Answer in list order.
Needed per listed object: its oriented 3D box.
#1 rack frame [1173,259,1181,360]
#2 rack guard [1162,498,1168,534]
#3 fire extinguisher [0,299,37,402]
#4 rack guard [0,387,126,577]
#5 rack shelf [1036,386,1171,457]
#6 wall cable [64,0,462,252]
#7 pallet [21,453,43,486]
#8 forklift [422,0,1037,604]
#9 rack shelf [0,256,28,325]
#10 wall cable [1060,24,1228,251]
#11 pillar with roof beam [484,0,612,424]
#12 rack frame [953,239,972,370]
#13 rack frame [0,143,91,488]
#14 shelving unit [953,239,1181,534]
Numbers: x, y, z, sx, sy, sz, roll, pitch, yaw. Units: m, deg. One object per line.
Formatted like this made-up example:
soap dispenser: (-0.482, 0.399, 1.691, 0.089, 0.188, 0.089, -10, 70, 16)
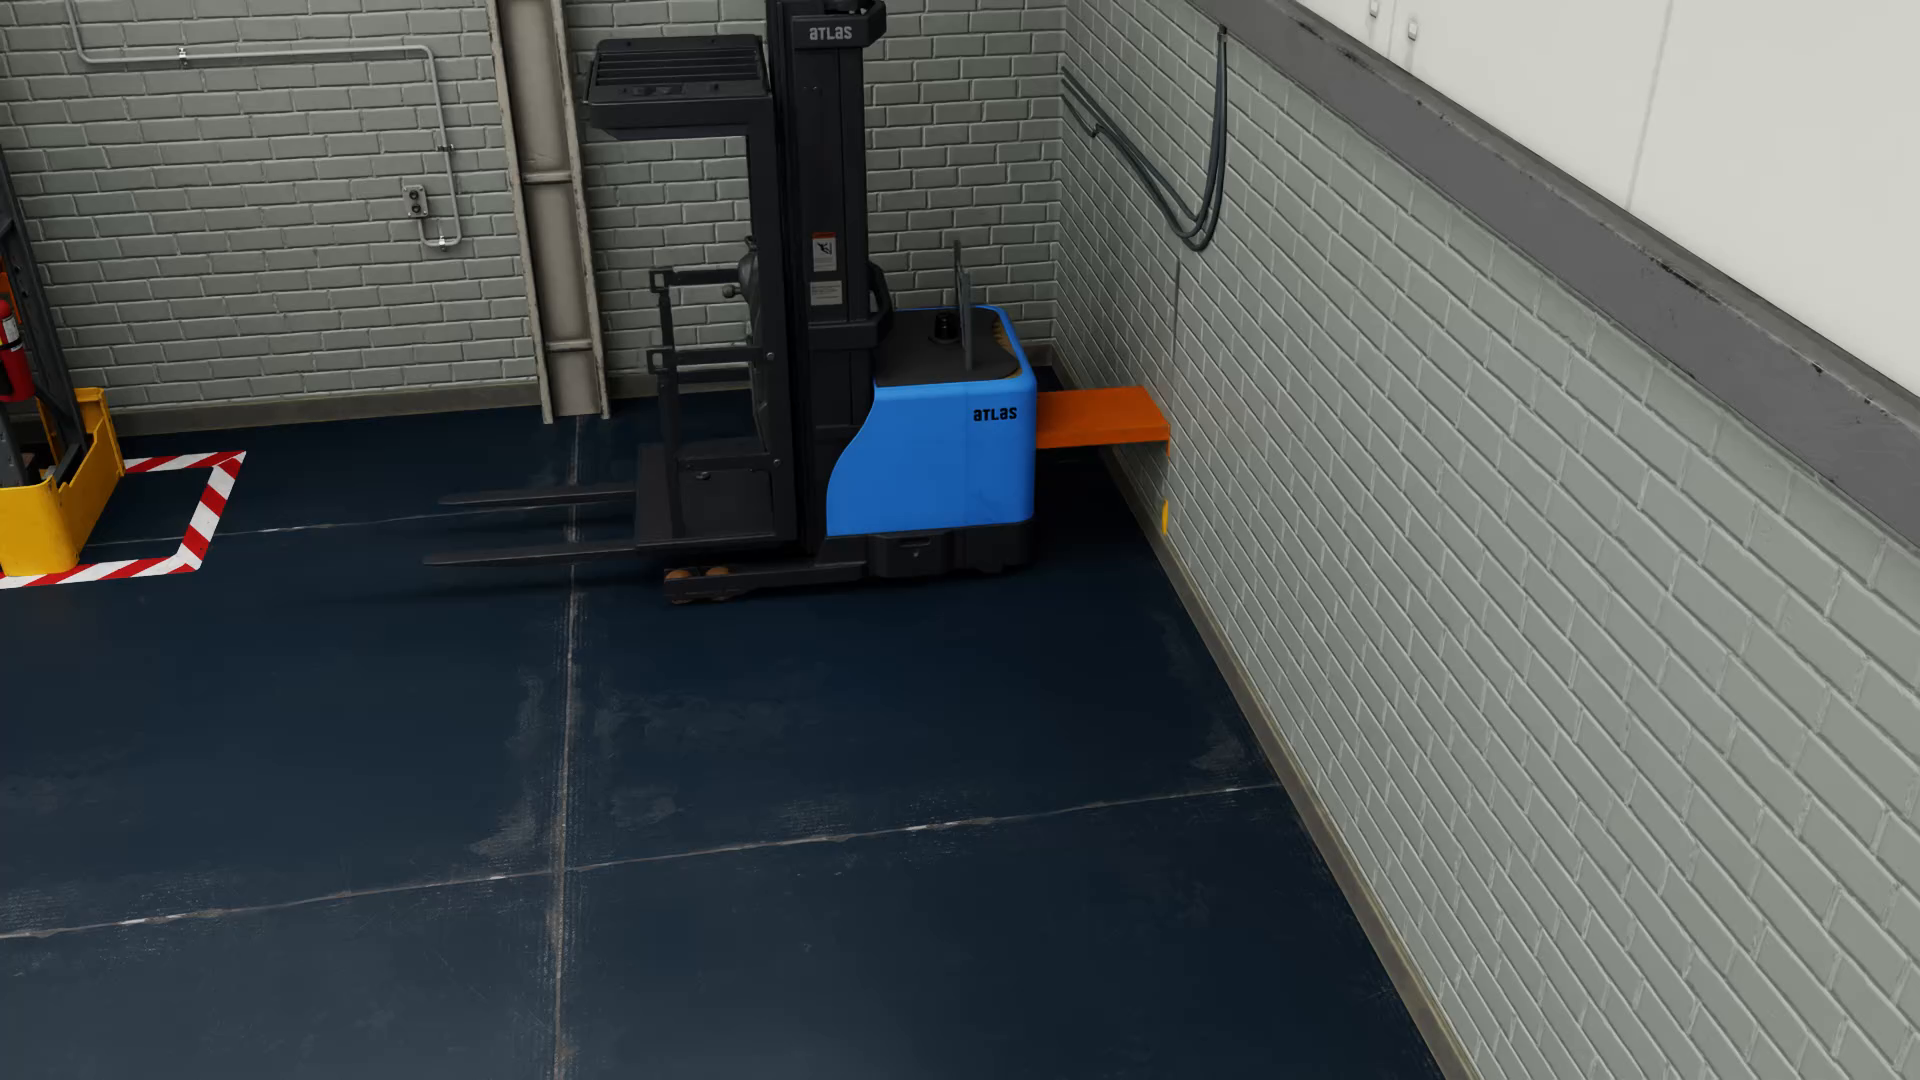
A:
rack frame: (1.038, -0.778, 8.415, 0.032, 1.500, 0.500, -4, 29, -4)
rack guard: (1.053, -0.231, 8.718, 0.087, 0.250, 0.587, -4, 29, -4)
fire extinguisher: (-4.587, -0.993, 7.924, 0.183, 0.674, 0.296, -5, 31, -9)
rack guard: (-4.795, -0.329, 8.816, 0.348, 0.500, 1.175, -5, 31, -9)
rack shelf: (0.537, -0.584, 8.464, 1.000, 0.185, 0.538, -4, 29, -4)
wall cable: (-3.729, -2.430, 8.922, 1.851, 1.984, 0.084, -5, 31, -9)
pallet: (-5.591, -0.090, 8.695, 1.213, 0.211, 1.003, -5, 31, -9)
forklift: (-1.175, -1.235, 7.959, 3.031, 2.935, 1.130, -4, 31, -7)
rack shelf: (-6.785, -0.911, 8.050, 4.000, 0.370, 1.077, -5, 31, -9)
wall cable: (0.810, -2.990, 8.020, 0.112, 2.526, 3.097, -5, 31, -9)
pillar with roof beam: (-1.543, -2.521, 4.160, 0.400, 9.000, 9.100, -5, 31, -9)
rack frame: (0.027, -0.705, 8.339, 0.032, 1.500, 0.500, -4, 29, -4)
rack frame: (-4.818, -1.404, 8.178, 0.127, 3.000, 1.000, -5, 31, -9)
shelving unit: (0.541, -0.742, 8.377, 1.083, 1.500, 0.587, -4, 29, -4)
